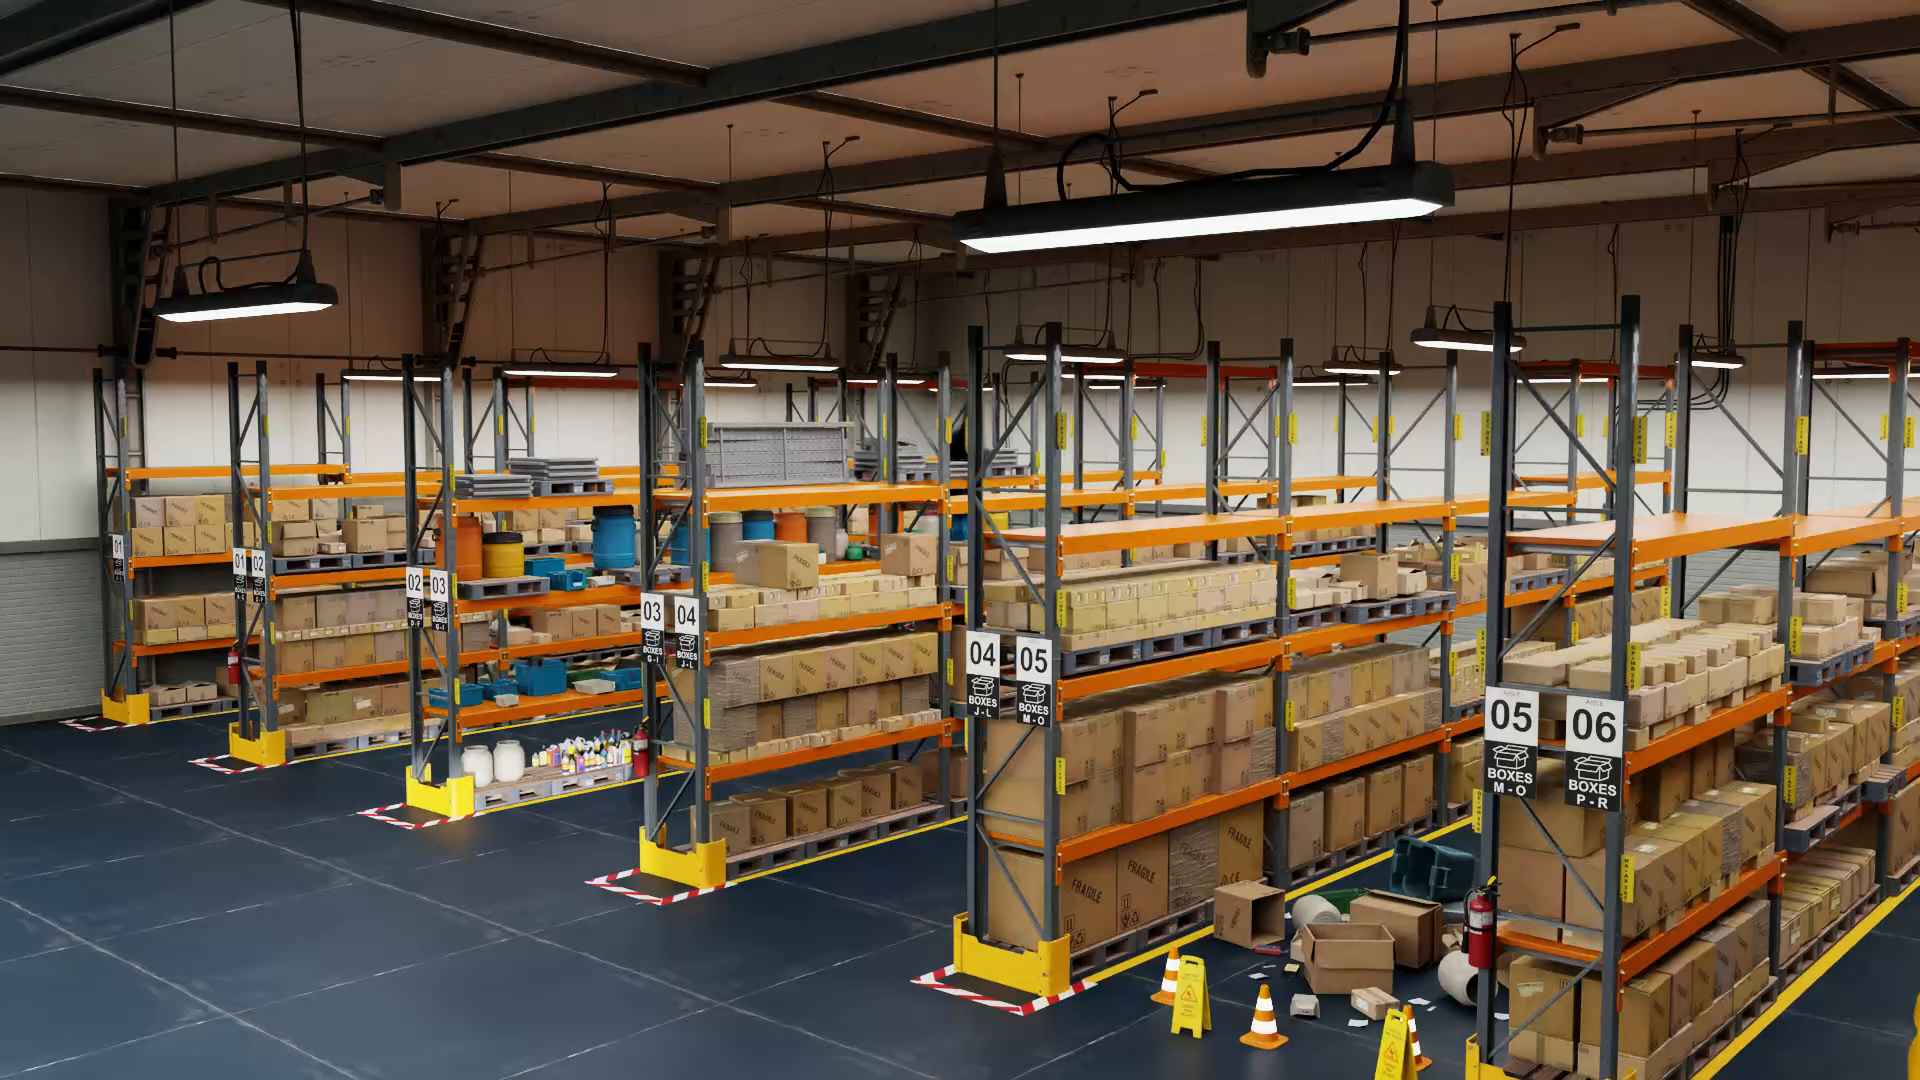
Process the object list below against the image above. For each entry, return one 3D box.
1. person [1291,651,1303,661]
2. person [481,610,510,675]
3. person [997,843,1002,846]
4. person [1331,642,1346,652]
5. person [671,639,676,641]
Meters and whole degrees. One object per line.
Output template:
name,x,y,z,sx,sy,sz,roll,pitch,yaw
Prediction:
person,5.210,2.478,25.348,0.659,1.708,0.778,3,5,39
person,-8.532,2.060,30.392,0.715,1.740,0.633,3,5,37
person,0.523,3.109,17.825,0.591,1.499,0.809,2,5,28
person,5.975,2.396,26.359,0.625,1.654,0.724,3,5,36
person,-4.723,2.222,28.454,0.598,1.743,0.779,2,5,26
